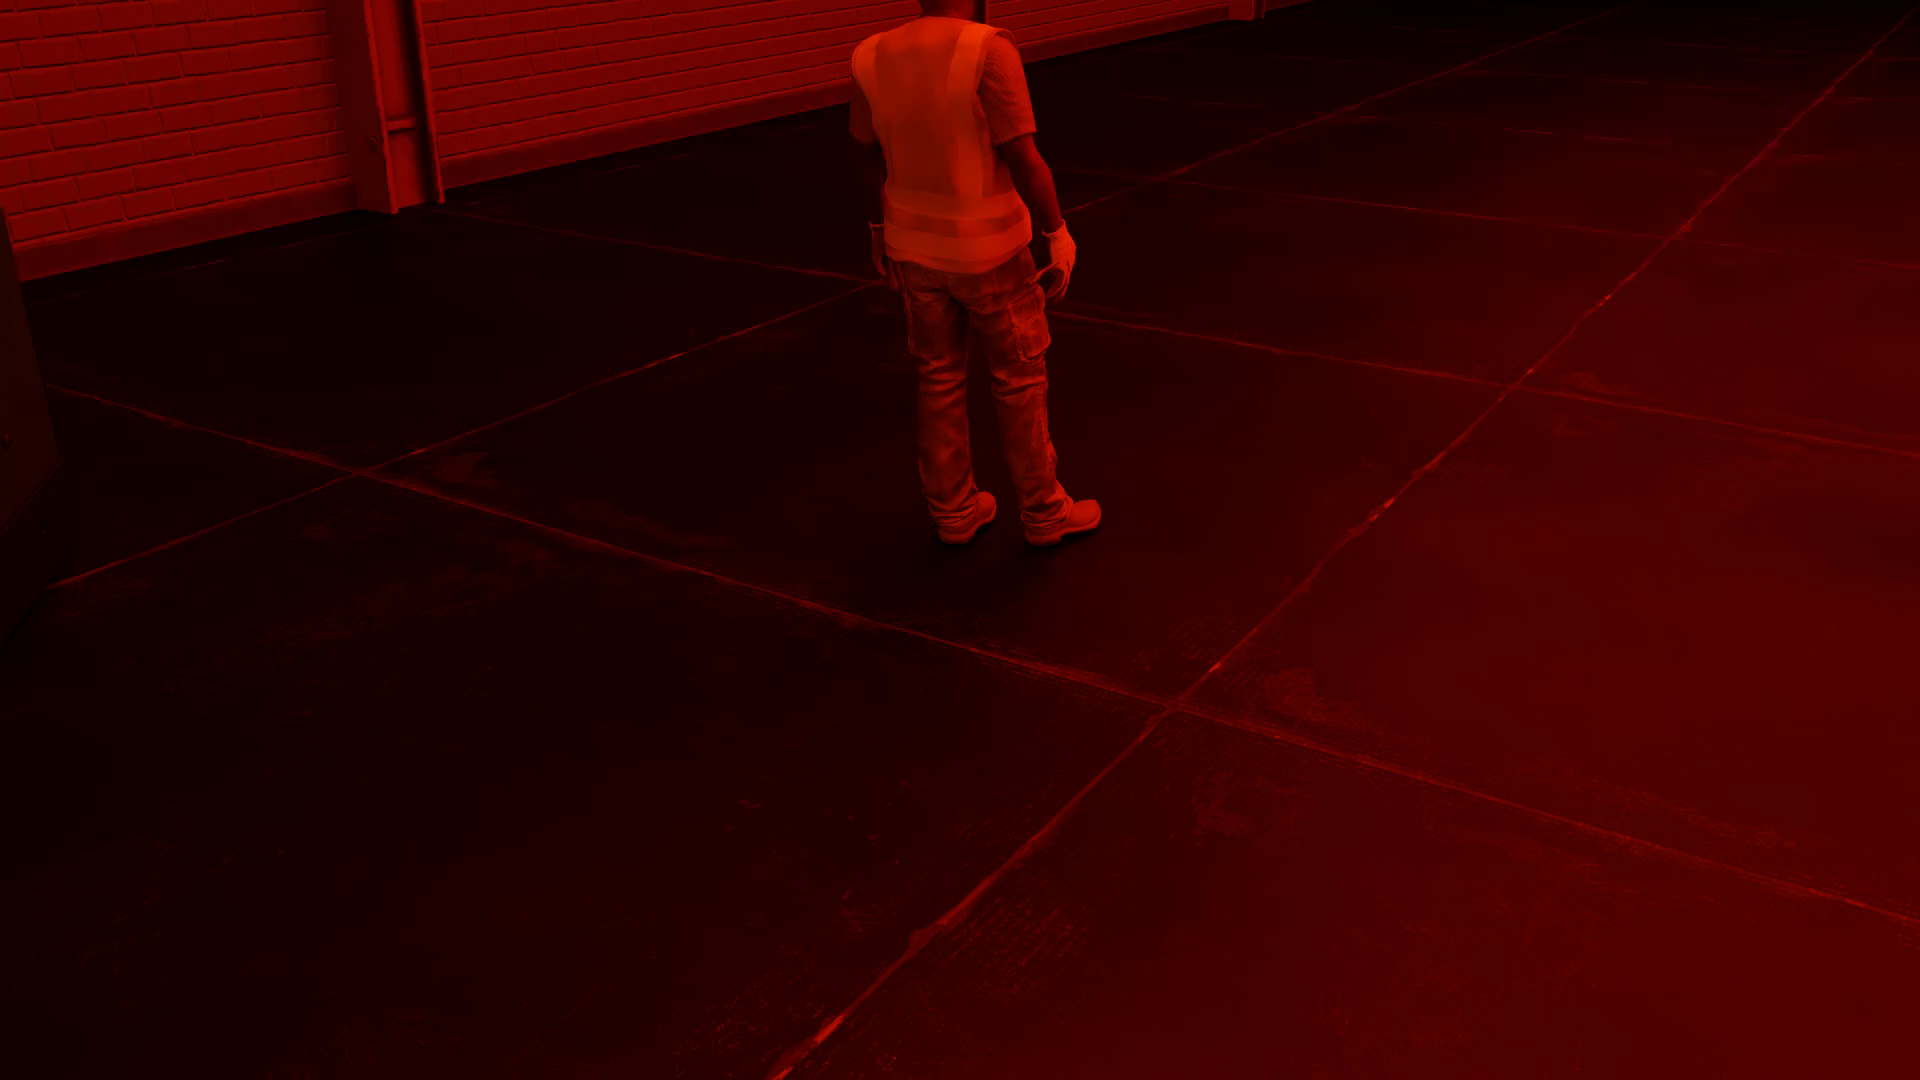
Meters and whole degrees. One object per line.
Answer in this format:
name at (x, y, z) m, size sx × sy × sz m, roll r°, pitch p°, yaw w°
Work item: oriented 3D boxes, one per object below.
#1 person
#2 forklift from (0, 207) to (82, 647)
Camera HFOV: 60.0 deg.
person at (0.046, -0.849, 4.738) m, size 0.657 × 1.785 × 0.575 m, roll 14°, pitch 27°, yaw 30°
forklift at (-3.981, -1.011, 3.677) m, size 3.031 × 2.935 × 1.130 m, roll -5°, pitch 24°, yaw -10°
